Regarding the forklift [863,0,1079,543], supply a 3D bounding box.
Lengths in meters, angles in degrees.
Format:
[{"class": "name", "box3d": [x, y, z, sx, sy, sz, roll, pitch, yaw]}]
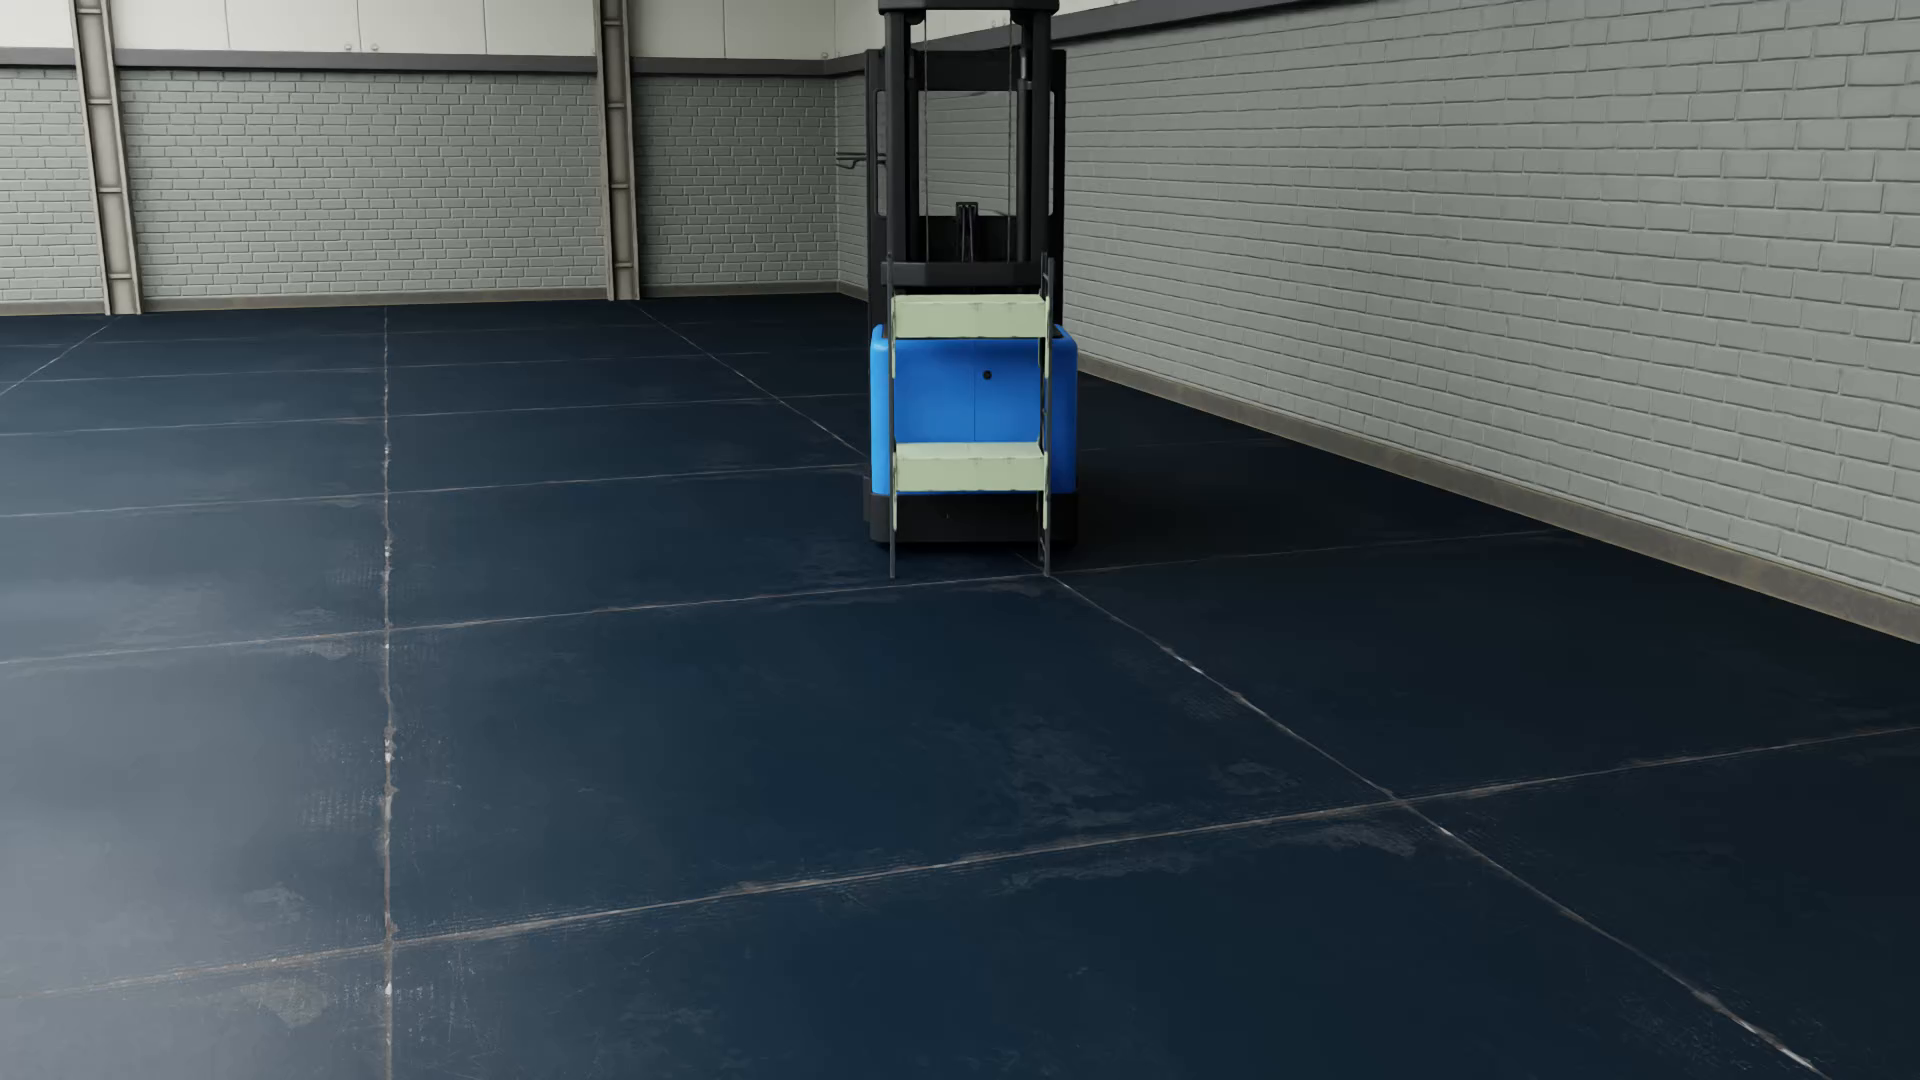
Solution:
[{"class": "forklift", "box3d": [0.020, -1.695, 9.437, 1.130, 2.935, 3.031, 0, 13, -2]}]

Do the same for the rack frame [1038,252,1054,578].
[{"class": "rack frame", "box3d": [0.407, -0.595, 7.901, 0.023, 1.500, 0.400, 0, 13, -2]}]

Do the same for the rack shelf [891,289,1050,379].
[{"class": "rack shelf", "box3d": [0.041, -0.971, 7.798, 0.720, 0.370, 0.431, 0, 13, -2]}]

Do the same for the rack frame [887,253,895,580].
[{"class": "rack frame", "box3d": [-0.324, -0.589, 7.875, 0.023, 1.500, 0.400, 0, 13, -2]}]

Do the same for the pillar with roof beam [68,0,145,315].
[{"class": "pillar with roof beam", "box3d": [-8.783, -6.191, 15.223, 0.400, 9.000, 9.100, -4, 14, -18]}]

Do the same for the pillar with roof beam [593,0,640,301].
[{"class": "pillar with roof beam", "box3d": [-3.096, -6.633, 17.084, 0.400, 9.000, 9.100, -4, 14, -18]}]

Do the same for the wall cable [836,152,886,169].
[{"class": "wall cable", "box3d": [-1.255, -5.994, 21.108, 0.112, 2.526, 3.097, -4, 14, -18]}]

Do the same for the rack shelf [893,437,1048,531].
[{"class": "rack shelf", "box3d": [0.041, -0.275, 7.964, 0.720, 0.370, 0.431, 0, 13, -2]}]

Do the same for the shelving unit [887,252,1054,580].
[{"class": "shelving unit", "box3d": [0.041, -0.592, 7.888, 0.755, 1.500, 0.431, 0, 13, -2]}]
